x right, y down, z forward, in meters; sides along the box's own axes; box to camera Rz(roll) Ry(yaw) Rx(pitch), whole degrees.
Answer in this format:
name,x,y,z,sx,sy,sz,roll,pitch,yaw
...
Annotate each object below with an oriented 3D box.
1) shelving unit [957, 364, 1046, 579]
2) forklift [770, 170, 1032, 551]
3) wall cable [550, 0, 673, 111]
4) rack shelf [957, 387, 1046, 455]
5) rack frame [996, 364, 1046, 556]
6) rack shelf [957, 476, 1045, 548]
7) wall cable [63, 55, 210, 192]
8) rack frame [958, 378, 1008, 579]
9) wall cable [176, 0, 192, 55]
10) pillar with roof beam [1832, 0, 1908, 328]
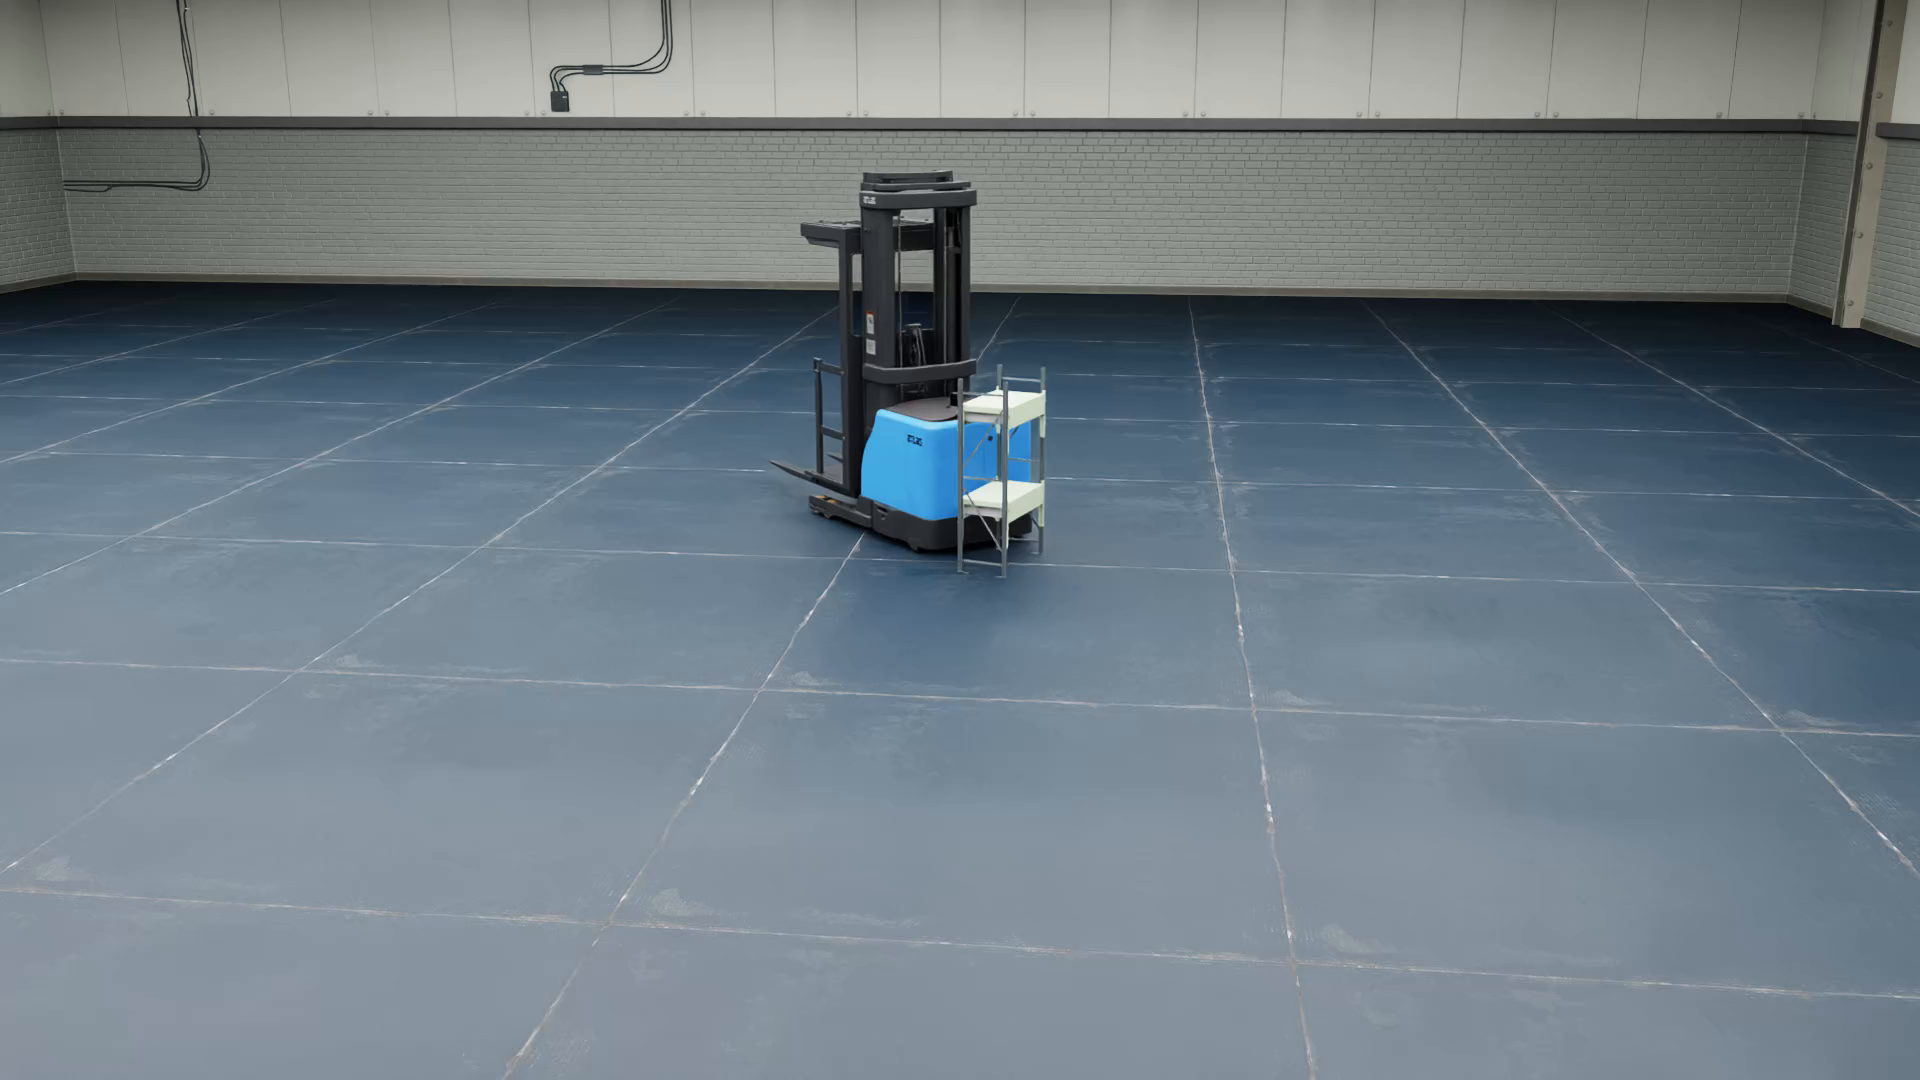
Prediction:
name,x,y,z,sx,sy,sz,roll,pitch,yaw
shelving unit,0.324,-0.539,12.781,0.431,1.500,0.755,7,17,24
forklift,-0.653,-1.661,14.190,1.130,2.935,3.031,-10,18,-33
wall cable,-6.318,-10.711,29.518,2.305,6.003,0.169,2,15,6
rack shelf,0.324,-0.915,12.679,0.431,0.370,0.720,7,17,24
rack frame,0.479,-0.625,13.101,0.400,1.500,0.023,7,17,24
rack shelf,0.324,-0.224,12.866,0.431,0.370,0.720,7,17,24
wall cable,-15.749,-7.854,31.416,3.097,2.526,0.112,2,15,6
rack frame,0.170,-0.452,12.461,0.400,1.500,0.023,7,17,24
wall cable,-13.061,-10.212,30.463,3.097,2.526,0.112,2,15,6
pillar with roof beam,9.626,-7.827,25.367,9.100,9.000,0.400,2,15,6
